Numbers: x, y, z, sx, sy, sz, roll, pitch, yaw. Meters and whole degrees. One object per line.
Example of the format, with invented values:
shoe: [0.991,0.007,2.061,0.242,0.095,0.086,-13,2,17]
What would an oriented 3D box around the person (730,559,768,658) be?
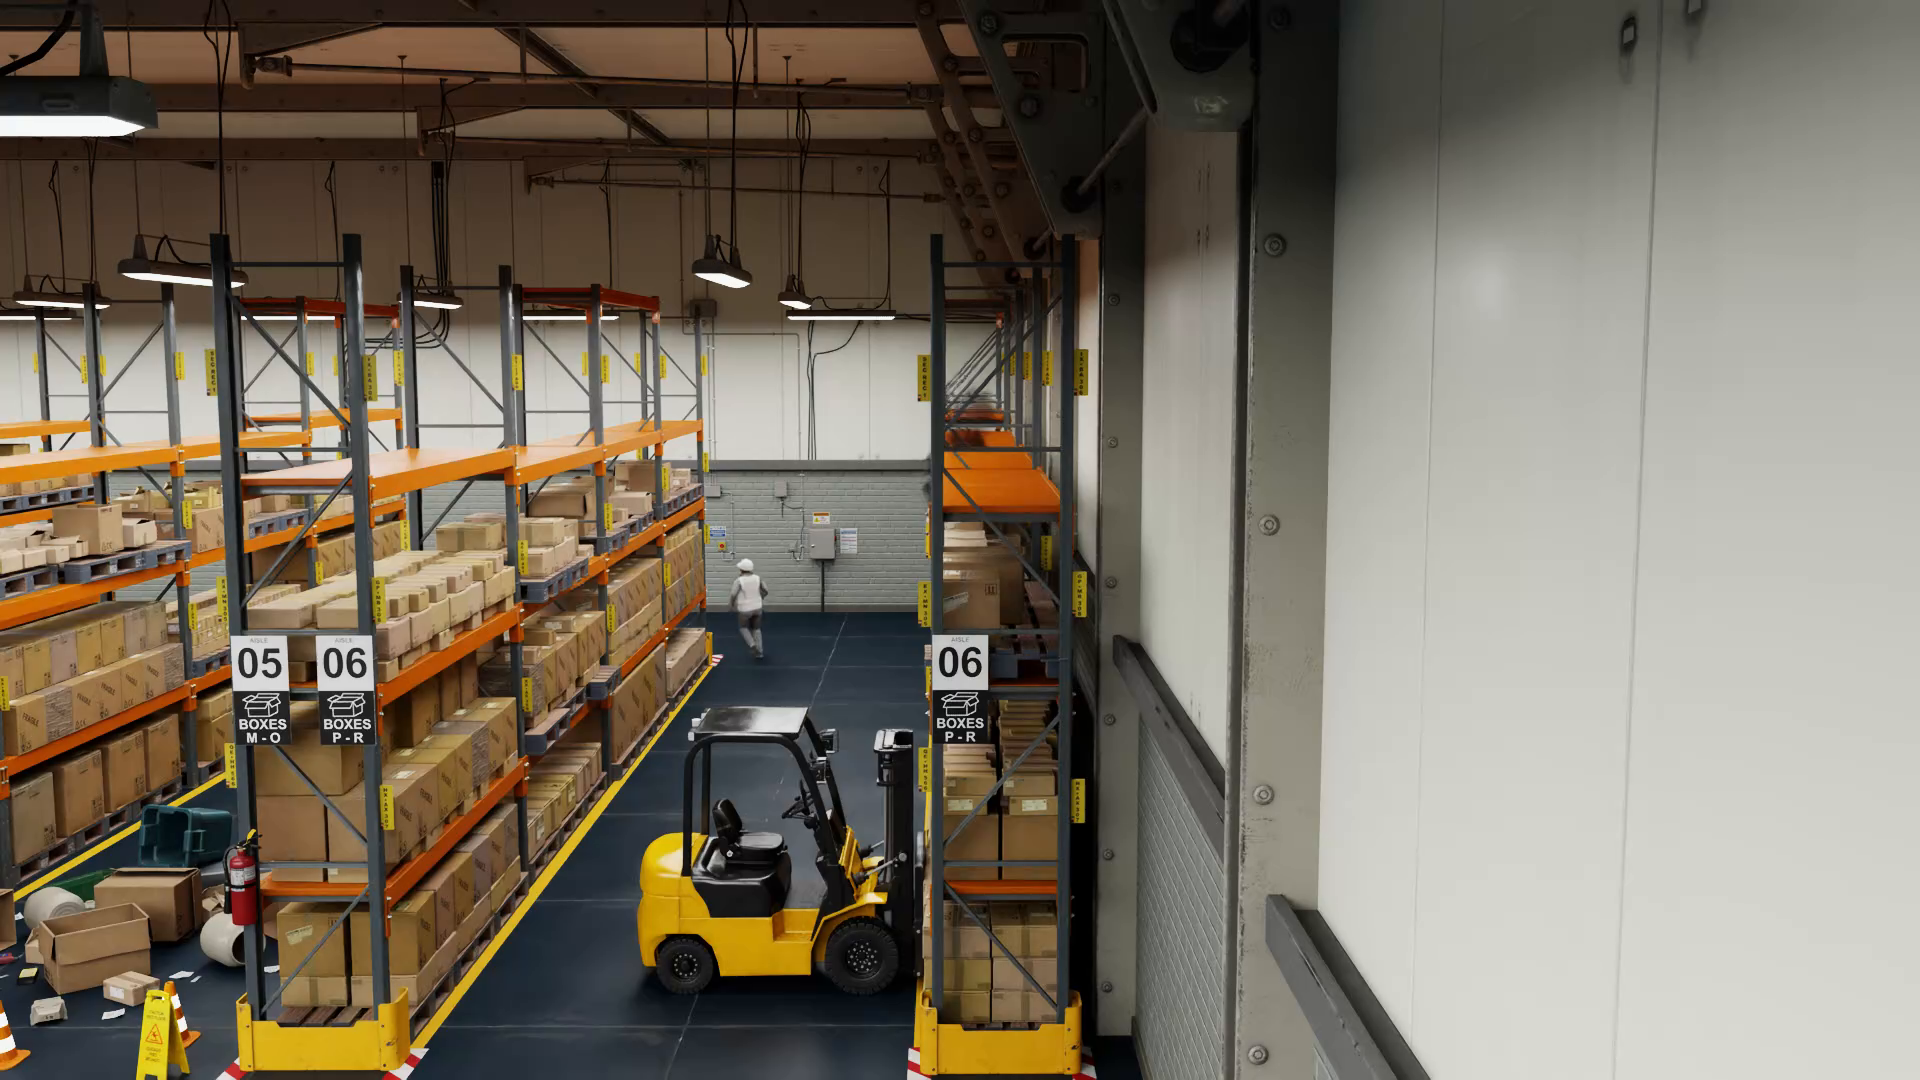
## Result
person: [-3.654,1.166,28.502,0.728,1.726,0.497,-3,7,-27]
